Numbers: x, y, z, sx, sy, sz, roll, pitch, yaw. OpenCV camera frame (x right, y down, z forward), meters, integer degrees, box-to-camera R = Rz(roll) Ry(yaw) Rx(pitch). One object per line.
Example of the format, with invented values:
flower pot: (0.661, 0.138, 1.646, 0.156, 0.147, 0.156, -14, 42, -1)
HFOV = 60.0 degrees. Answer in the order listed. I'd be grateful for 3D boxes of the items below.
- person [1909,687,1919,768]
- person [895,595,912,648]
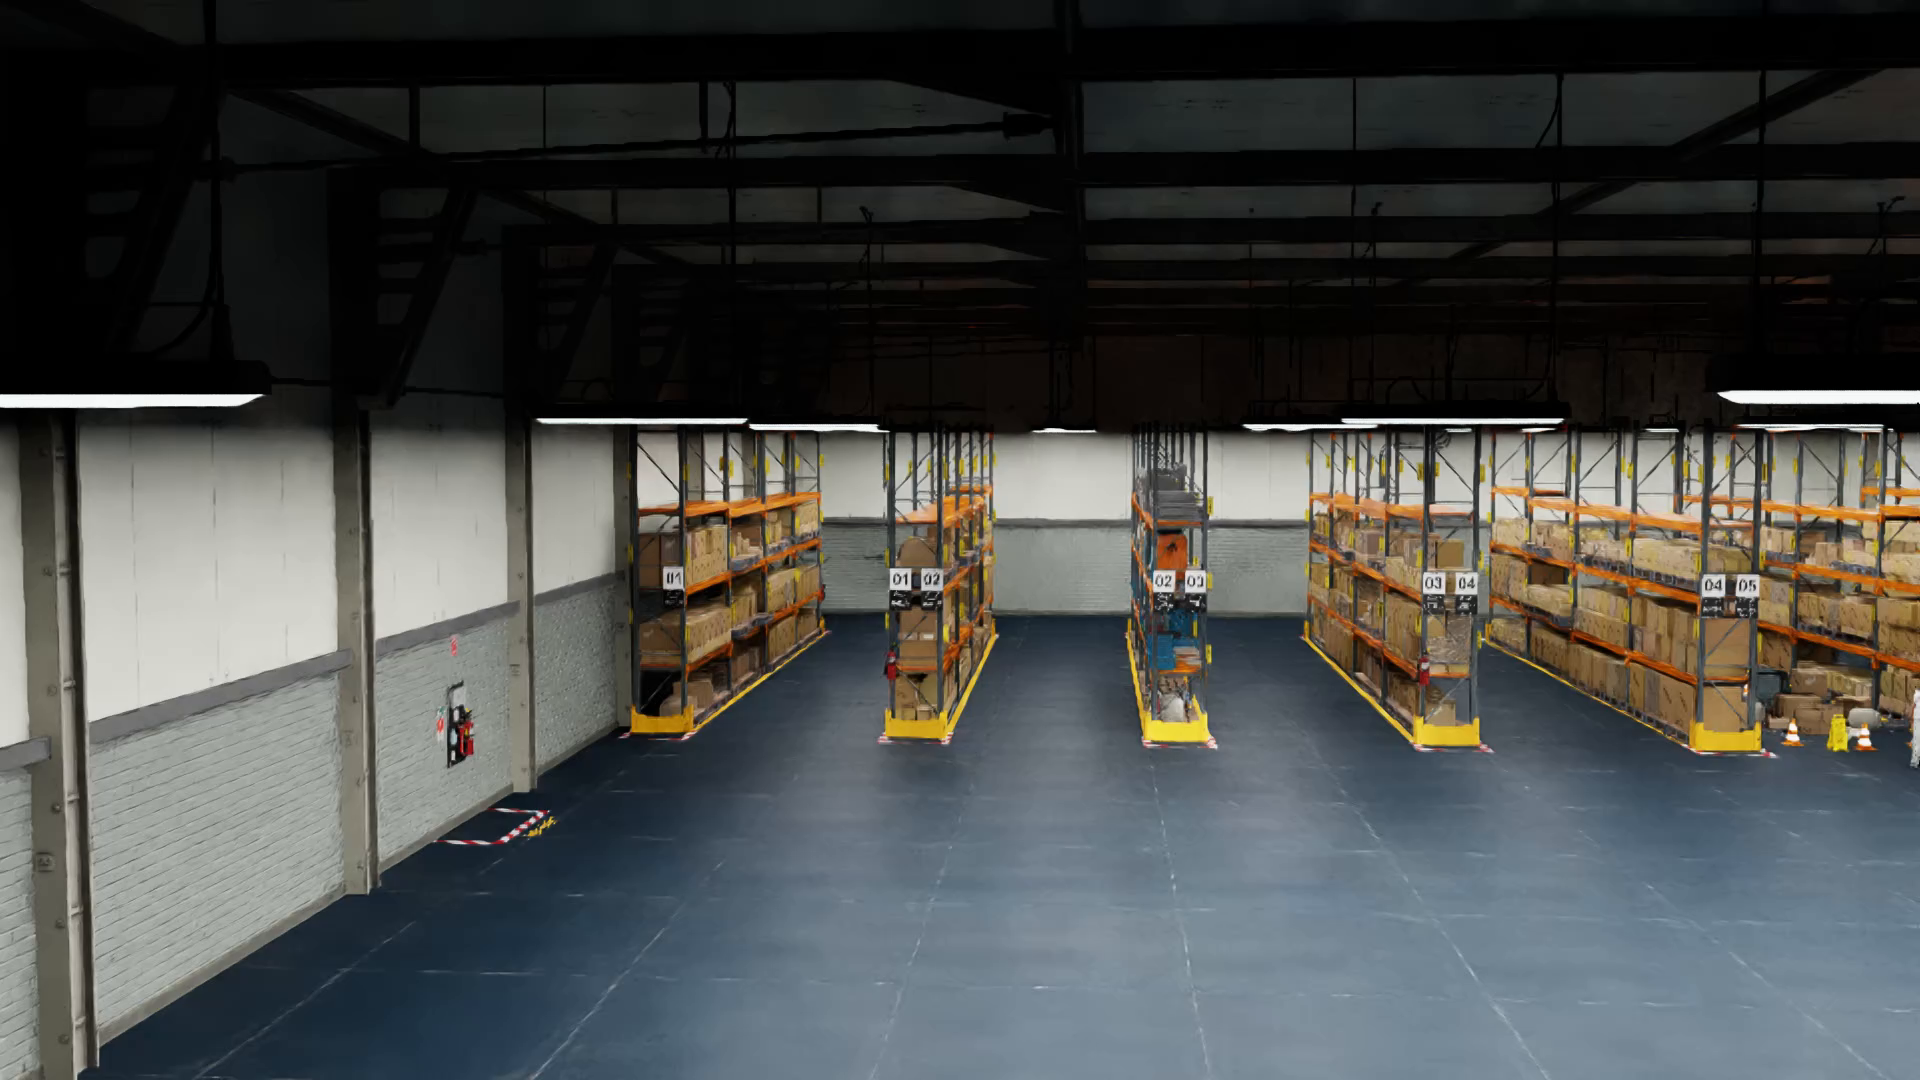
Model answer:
person: (16.662, 3.104, 28.626, 0.523, 1.610, 0.920, 2, 4, 29)
person: (-1.388, 2.073, 44.285, 0.719, 1.714, 0.578, 0, 4, 3)
